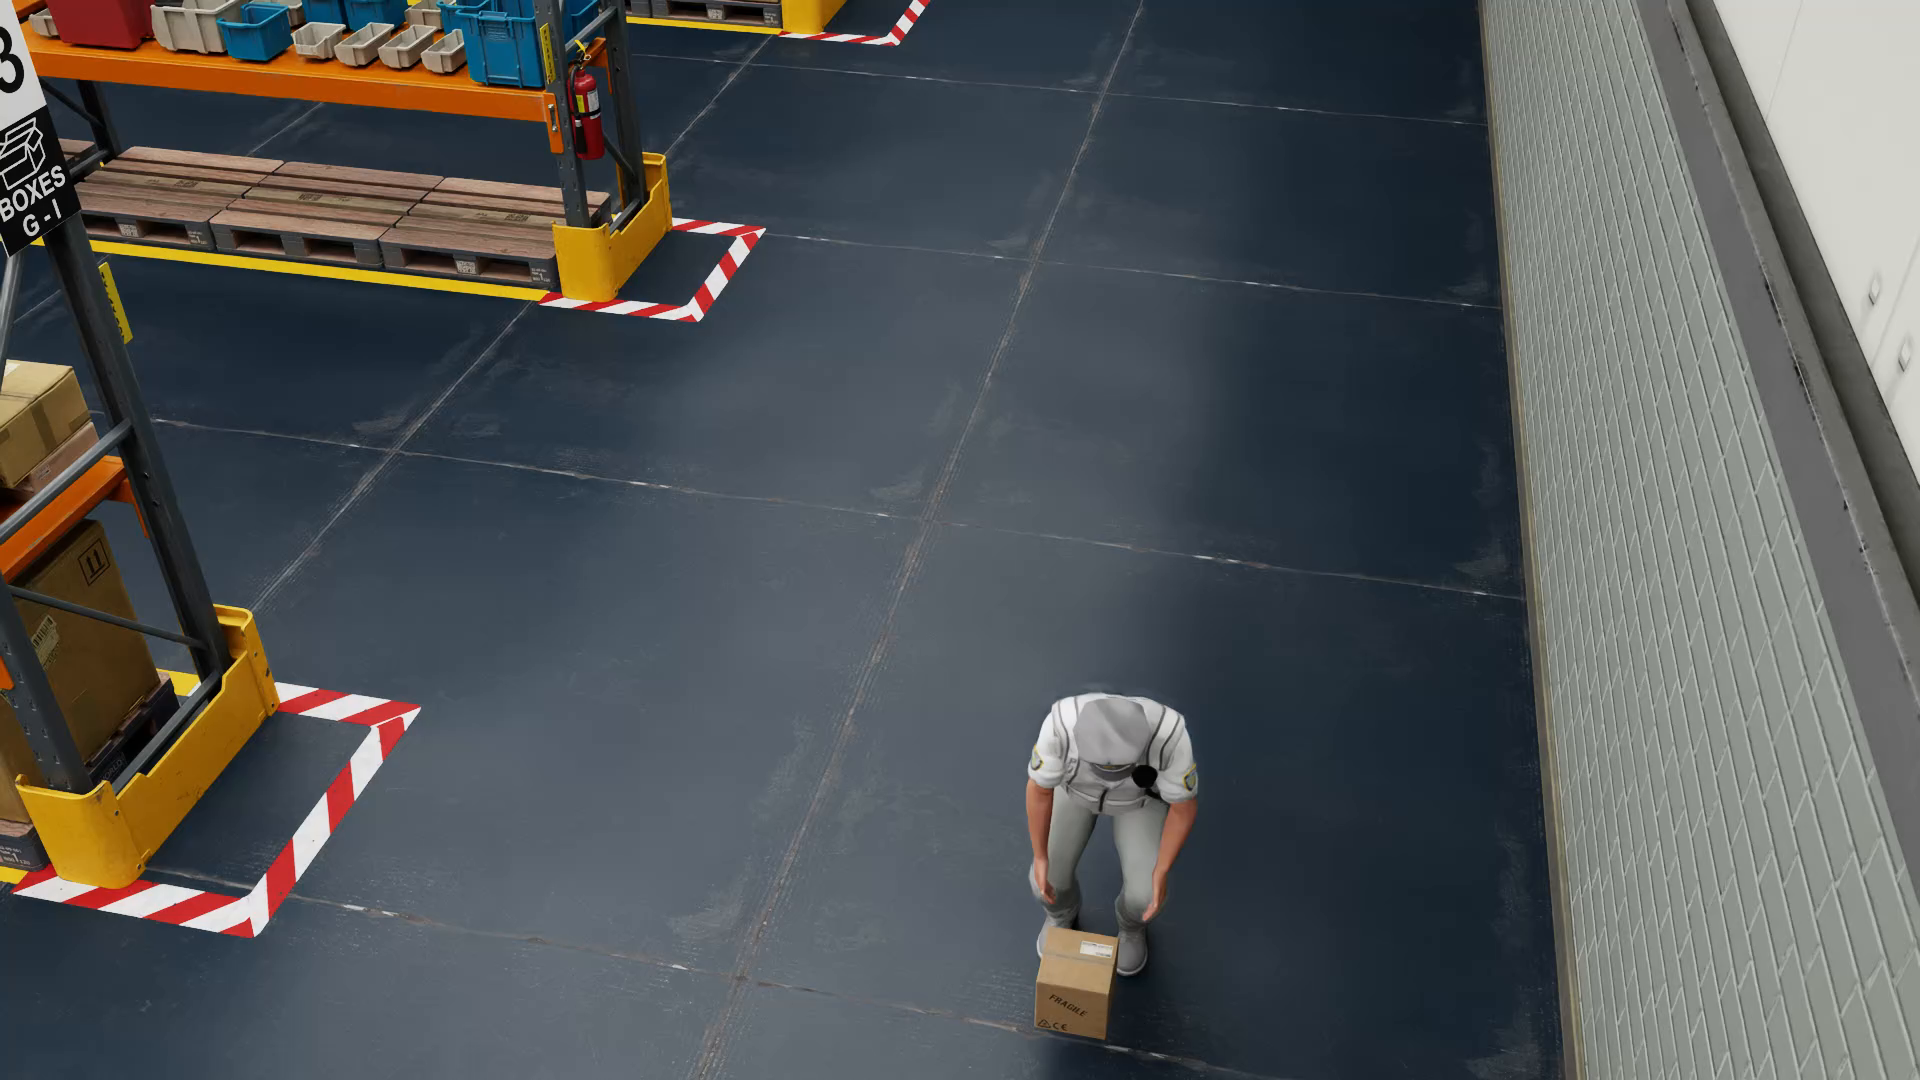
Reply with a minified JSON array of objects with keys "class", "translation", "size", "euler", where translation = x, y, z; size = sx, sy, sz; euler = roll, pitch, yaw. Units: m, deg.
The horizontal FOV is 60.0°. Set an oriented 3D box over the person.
[{"class":"person","translation":[0.540,0.982,5.897],"size":[0.590,1.440,0.790],"euler":[8,37,10]}]
